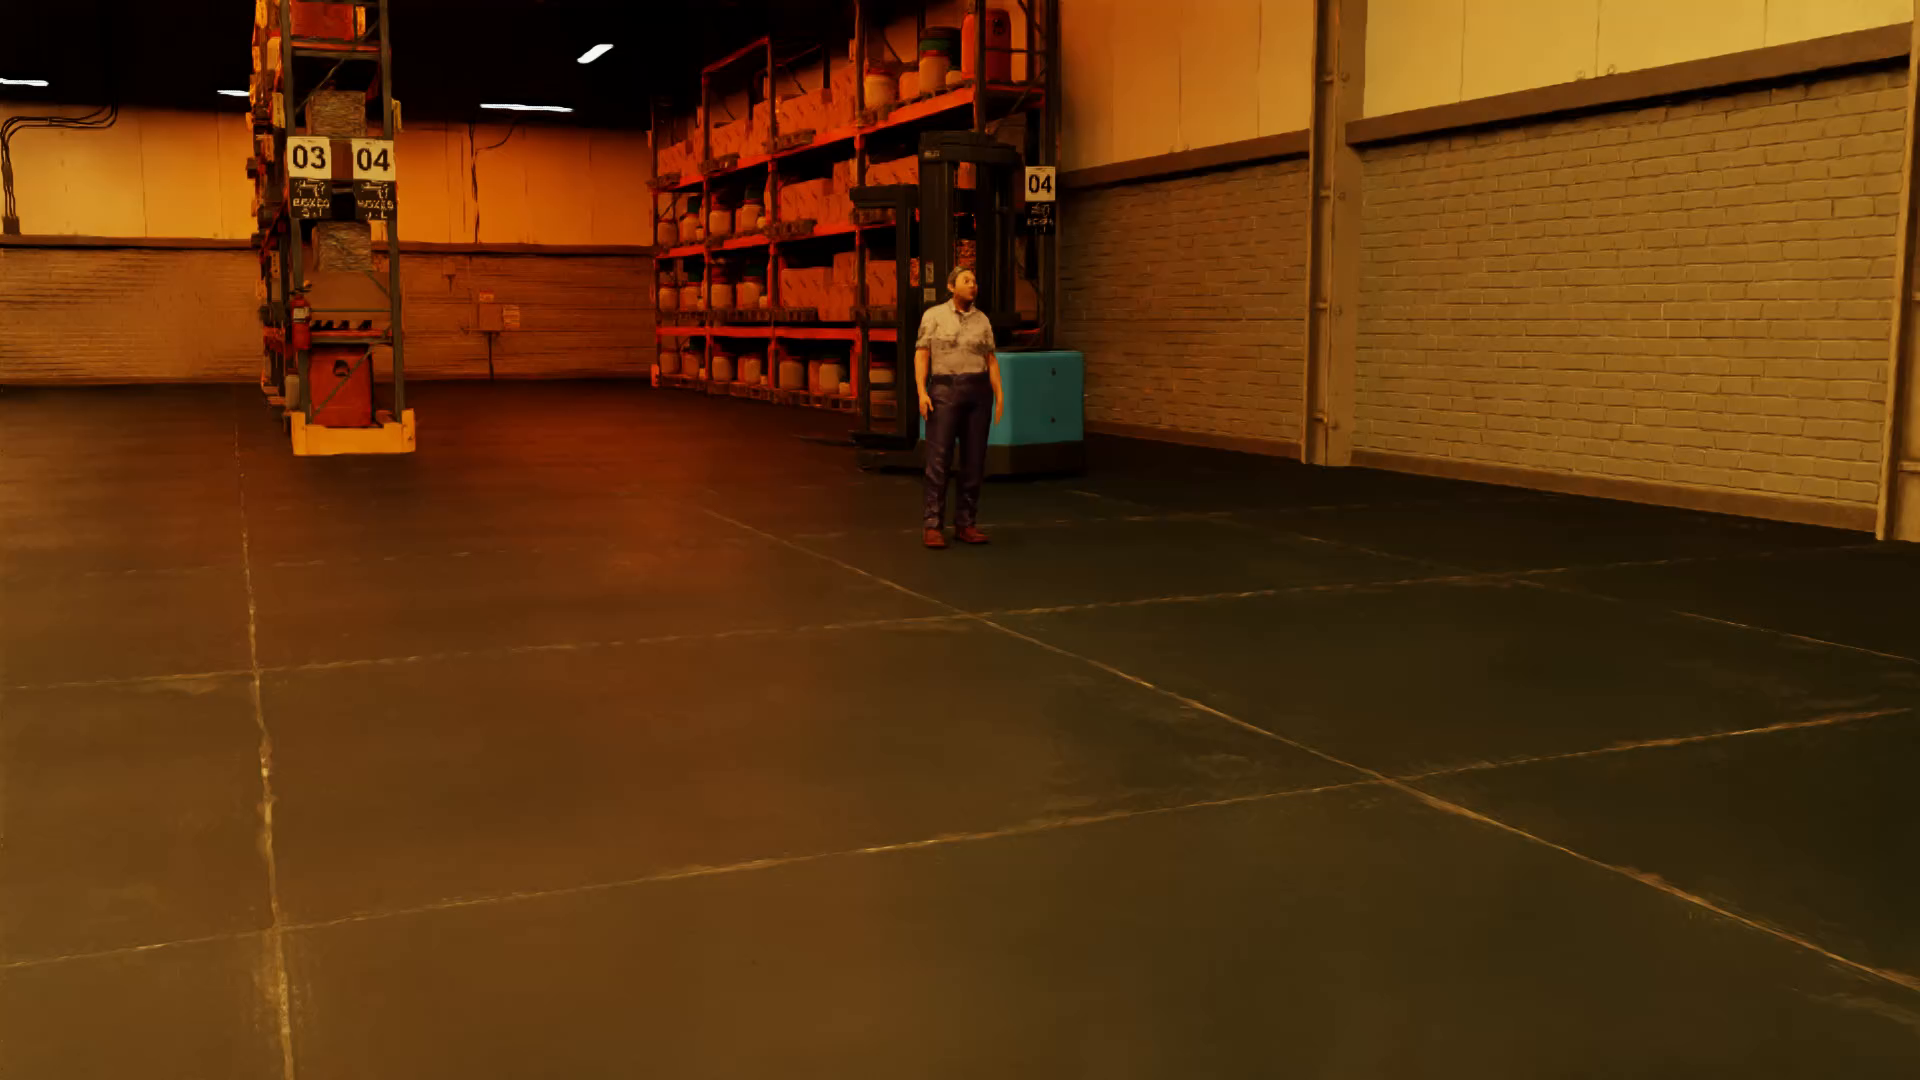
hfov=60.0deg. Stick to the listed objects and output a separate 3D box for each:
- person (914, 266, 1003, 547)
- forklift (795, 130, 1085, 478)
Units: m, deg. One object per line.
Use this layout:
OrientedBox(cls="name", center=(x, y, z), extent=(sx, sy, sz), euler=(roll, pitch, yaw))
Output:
OrientedBox(cls="person", center=(0.015, -0.807, 9.955), extent=(0.599, 1.640, 0.502), euler=(-3, 8, -23))
OrientedBox(cls="forklift", center=(-0.298, -2.107, 14.925), extent=(1.130, 2.935, 3.031), euler=(-7, 10, -43))
